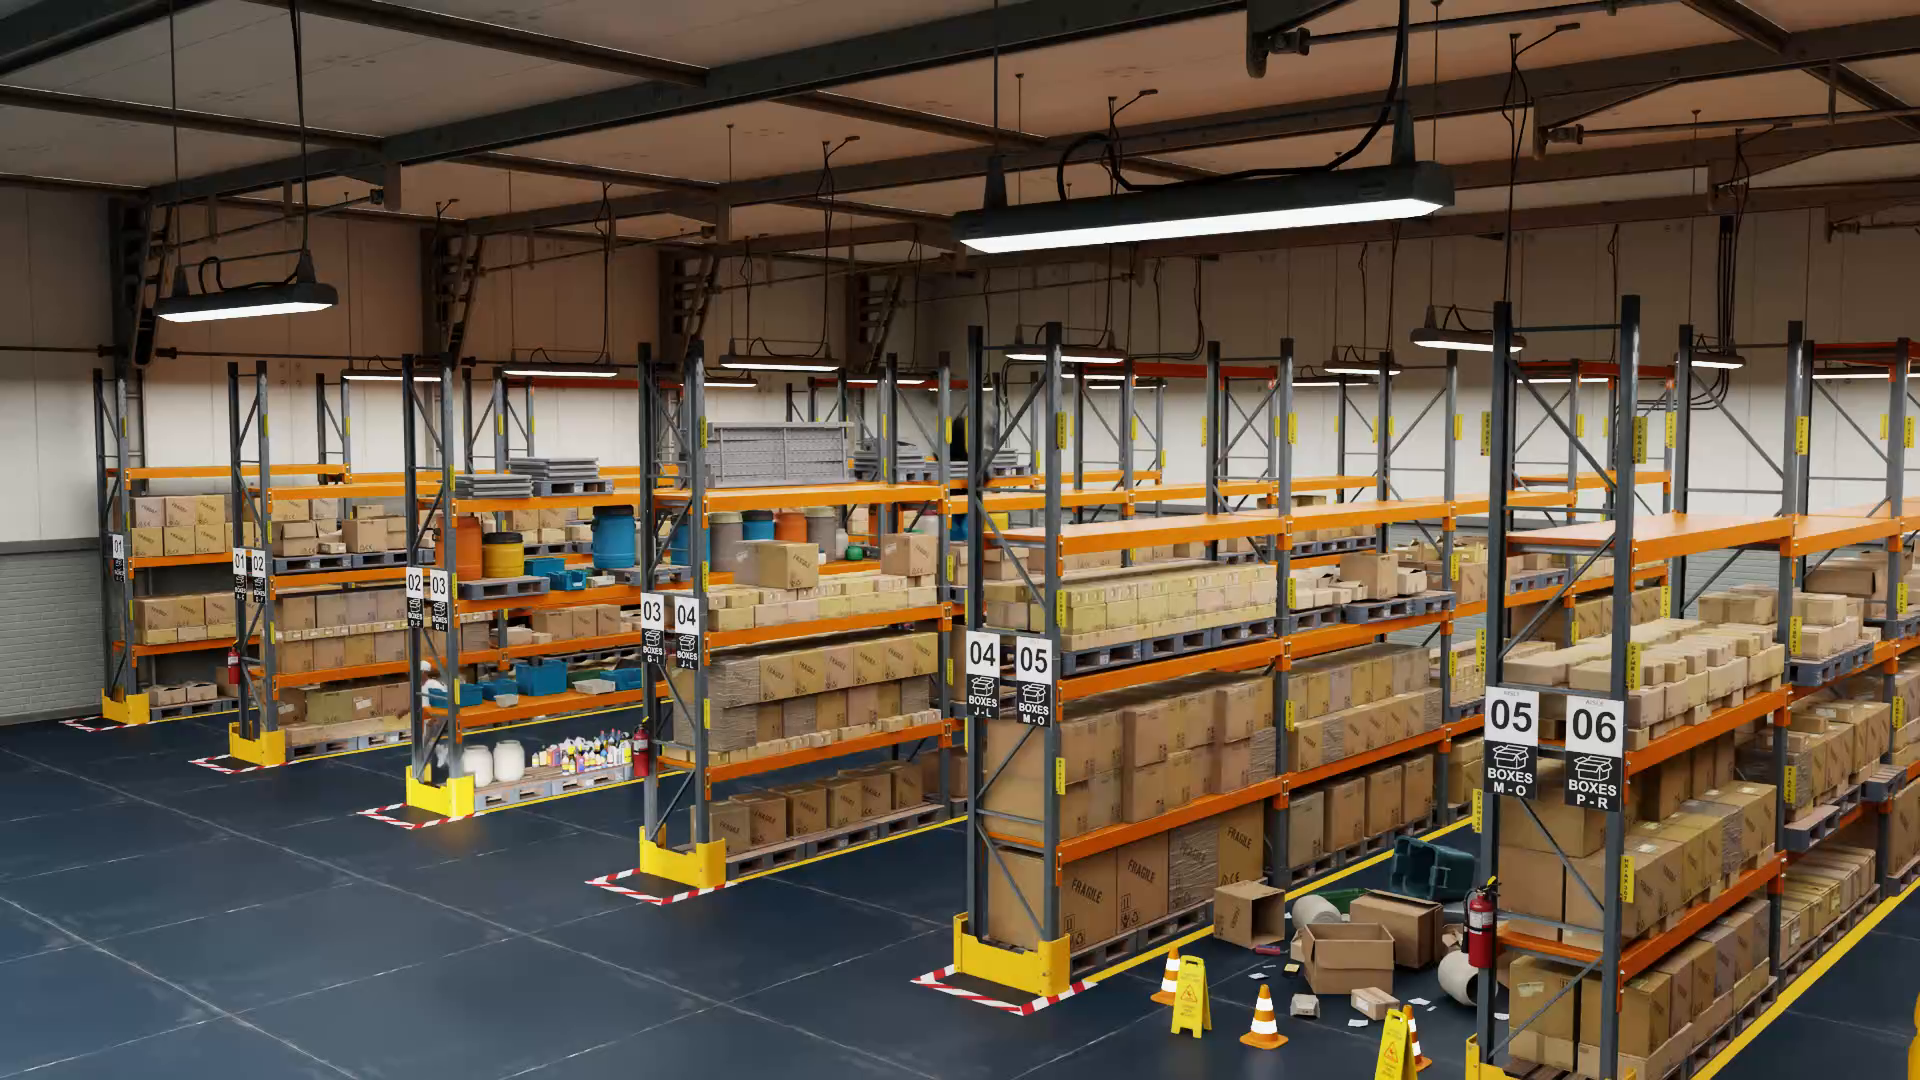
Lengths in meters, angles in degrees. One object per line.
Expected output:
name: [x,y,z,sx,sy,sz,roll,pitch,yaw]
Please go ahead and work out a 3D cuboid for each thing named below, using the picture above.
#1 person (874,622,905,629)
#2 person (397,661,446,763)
person: [-1.490,1.953,32.111,0.640,1.739,0.703,3,5,37]
person: [-7.567,2.532,23.712,0.691,1.655,0.666,3,5,33]
